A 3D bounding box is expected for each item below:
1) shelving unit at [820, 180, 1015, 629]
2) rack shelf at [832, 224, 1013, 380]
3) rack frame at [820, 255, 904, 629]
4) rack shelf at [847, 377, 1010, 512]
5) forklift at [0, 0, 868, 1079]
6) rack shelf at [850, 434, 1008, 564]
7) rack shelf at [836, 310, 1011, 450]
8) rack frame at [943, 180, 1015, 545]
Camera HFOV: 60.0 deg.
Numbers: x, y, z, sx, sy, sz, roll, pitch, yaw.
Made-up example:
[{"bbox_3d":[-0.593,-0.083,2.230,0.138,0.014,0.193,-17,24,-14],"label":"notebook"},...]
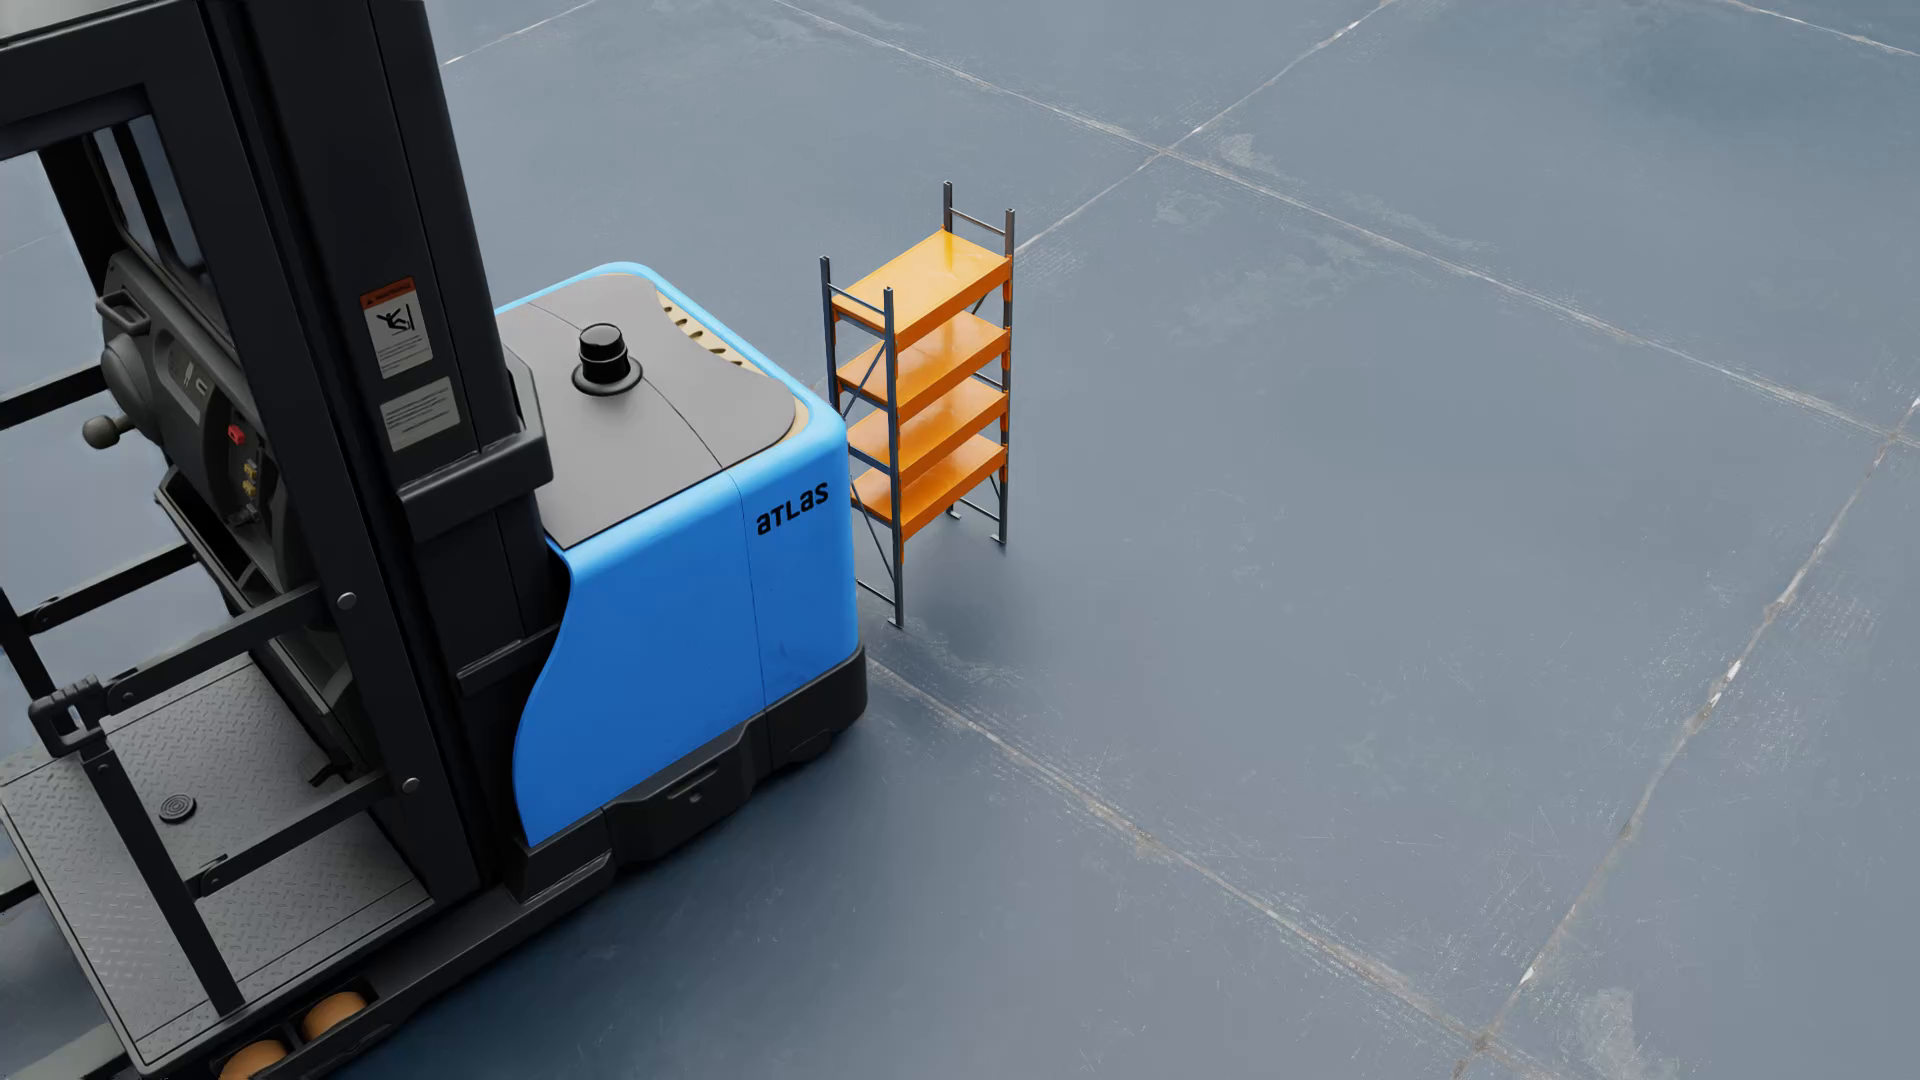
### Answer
[{"bbox_3d":[-0.107,-0.359,4.753,0.258,1.200,0.503,29,50,28],"label":"shelving unit"},{"bbox_3d":[-0.107,-0.649,4.488,0.258,0.148,0.480,29,50,28],"label":"rack shelf"},{"bbox_3d":[-0.264,-0.233,4.614,0.240,1.200,0.015,29,50,28],"label":"rack frame"},{"bbox_3d":[-0.107,-0.309,4.798,0.258,0.148,0.480,29,50,28],"label":"rack shelf"},{"bbox_3d":[-1.705,-0.178,3.267,3.031,2.935,1.130,-30,50,-29],"label":"forklift"},{"bbox_3d":[-0.107,-0.162,4.931,0.258,0.148,0.480,29,50,28],"label":"rack shelf"},{"bbox_3d":[-0.107,-0.474,4.647,0.258,0.148,0.480,29,50,28],"label":"rack shelf"},{"bbox_3d":[0.051,-0.484,4.891,0.240,1.200,0.015,29,50,28],"label":"rack frame"}]
